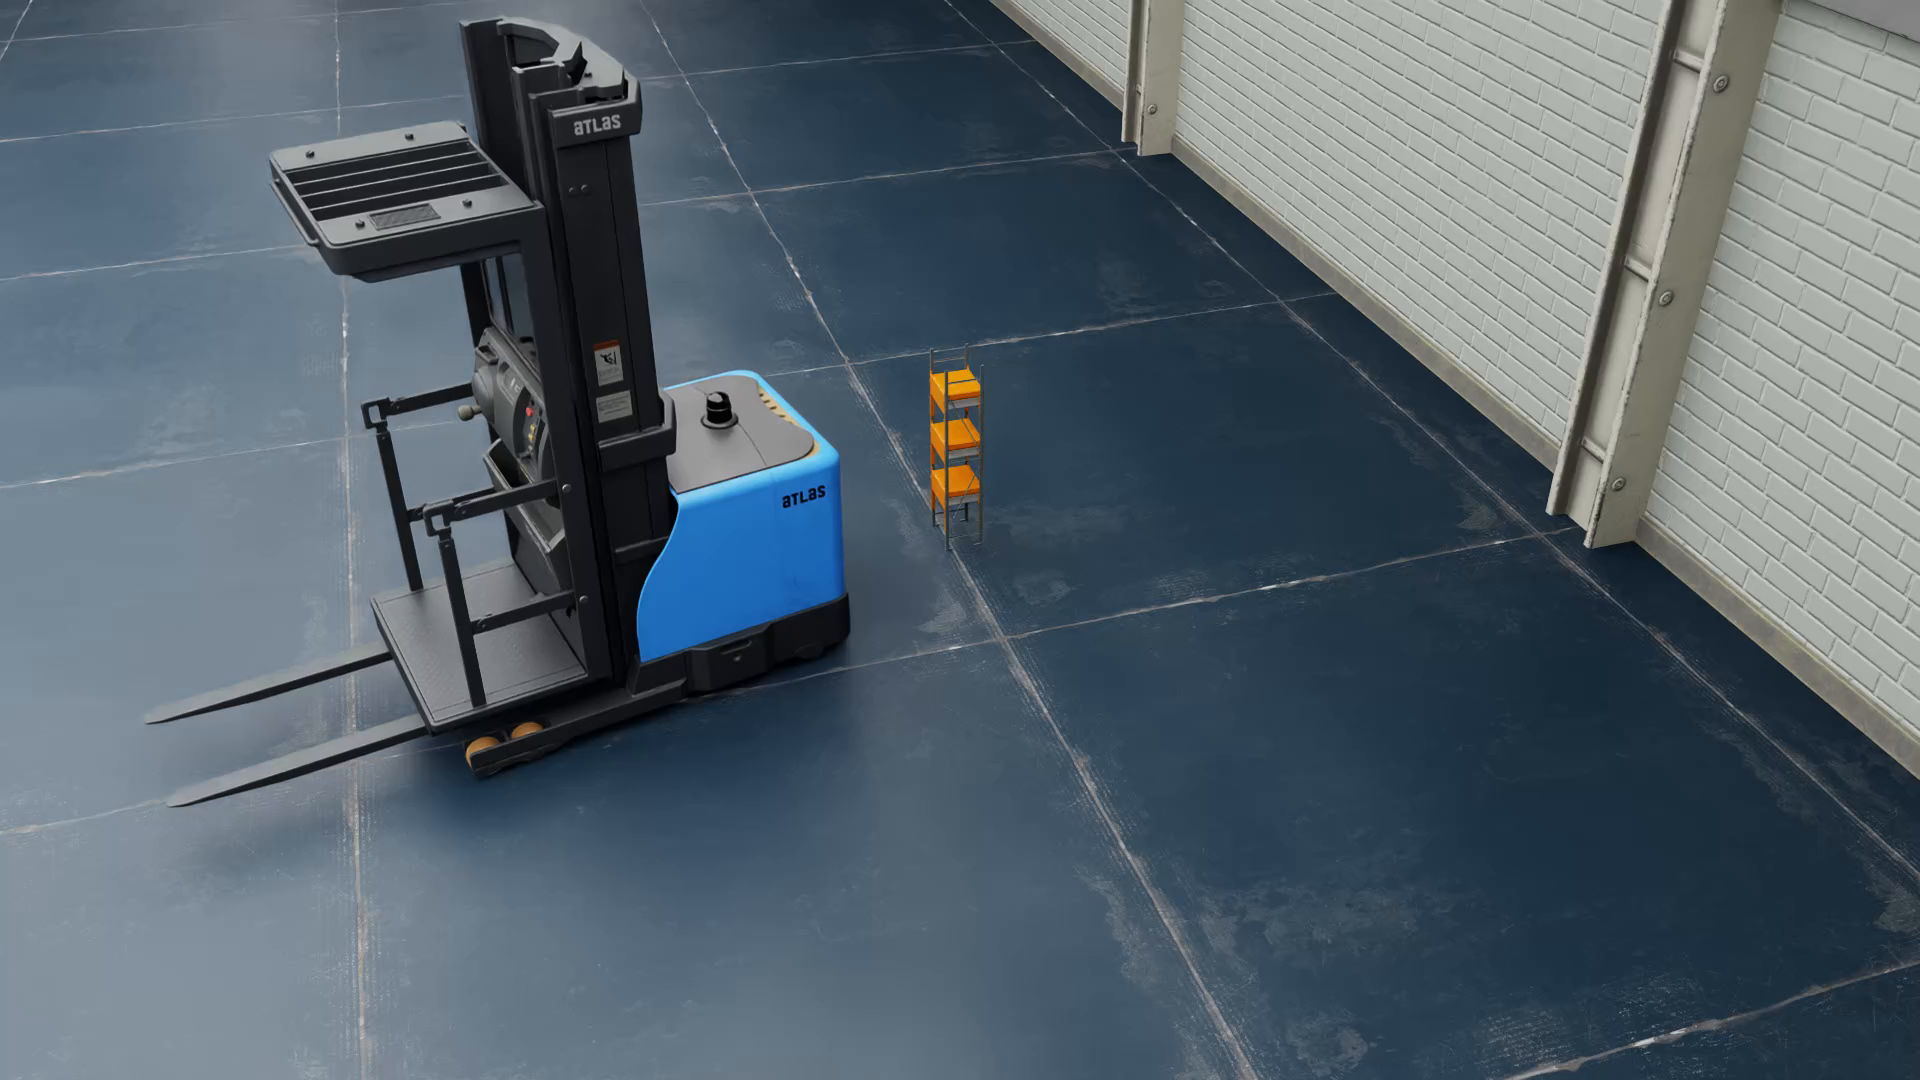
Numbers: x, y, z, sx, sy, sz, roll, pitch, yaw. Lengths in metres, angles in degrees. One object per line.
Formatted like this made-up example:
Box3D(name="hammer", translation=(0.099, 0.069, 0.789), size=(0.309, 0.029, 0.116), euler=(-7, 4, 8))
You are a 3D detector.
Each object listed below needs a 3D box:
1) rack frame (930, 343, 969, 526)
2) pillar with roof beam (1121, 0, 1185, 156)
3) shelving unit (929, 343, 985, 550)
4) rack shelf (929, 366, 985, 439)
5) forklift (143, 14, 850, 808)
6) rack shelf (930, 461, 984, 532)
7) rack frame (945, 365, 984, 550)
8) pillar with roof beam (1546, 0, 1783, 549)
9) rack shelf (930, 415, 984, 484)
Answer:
Box3D(name="rack frame", translation=(-0.054, -0.530, 8.600), size=(0.200, 1.050, 0.008), euler=(-10, 35, -15))
Box3D(name="pillar with roof beam", translation=(-2.560, -6.263, 10.066), size=(9.100, 9.000, 0.400), euler=(-10, 35, -15))
Box3D(name="shelving unit", translation=(-0.016, -0.466, 8.503), size=(0.215, 1.050, 0.252), euler=(-10, 35, -15))
Box3D(name="rack shelf", translation=(-0.016, -0.694, 8.352), size=(0.215, 0.259, 0.240), euler=(-10, 35, -15))
Box3D(name="forklift", translation=(-2.058, -0.536, 6.903), size=(3.031, 2.935, 1.130), euler=(-18, 37, -25))
Box3D(name="rack shelf", translation=(-0.016, -0.225, 8.662), size=(0.215, 0.259, 0.240), euler=(-10, 35, -15))
Box3D(name="rack frame", translation=(0.021, -0.402, 8.406), size=(0.200, 1.050, 0.008), euler=(-10, 35, -15))
Box3D(name="pillar with roof beam", translation=(-0.730, -3.113, 5.299), size=(9.100, 9.000, 0.400), euler=(-10, 35, -15))
Box3D(name="rack shelf", translation=(-0.016, -0.457, 8.509), size=(0.215, 0.259, 0.240), euler=(-10, 35, -15))
